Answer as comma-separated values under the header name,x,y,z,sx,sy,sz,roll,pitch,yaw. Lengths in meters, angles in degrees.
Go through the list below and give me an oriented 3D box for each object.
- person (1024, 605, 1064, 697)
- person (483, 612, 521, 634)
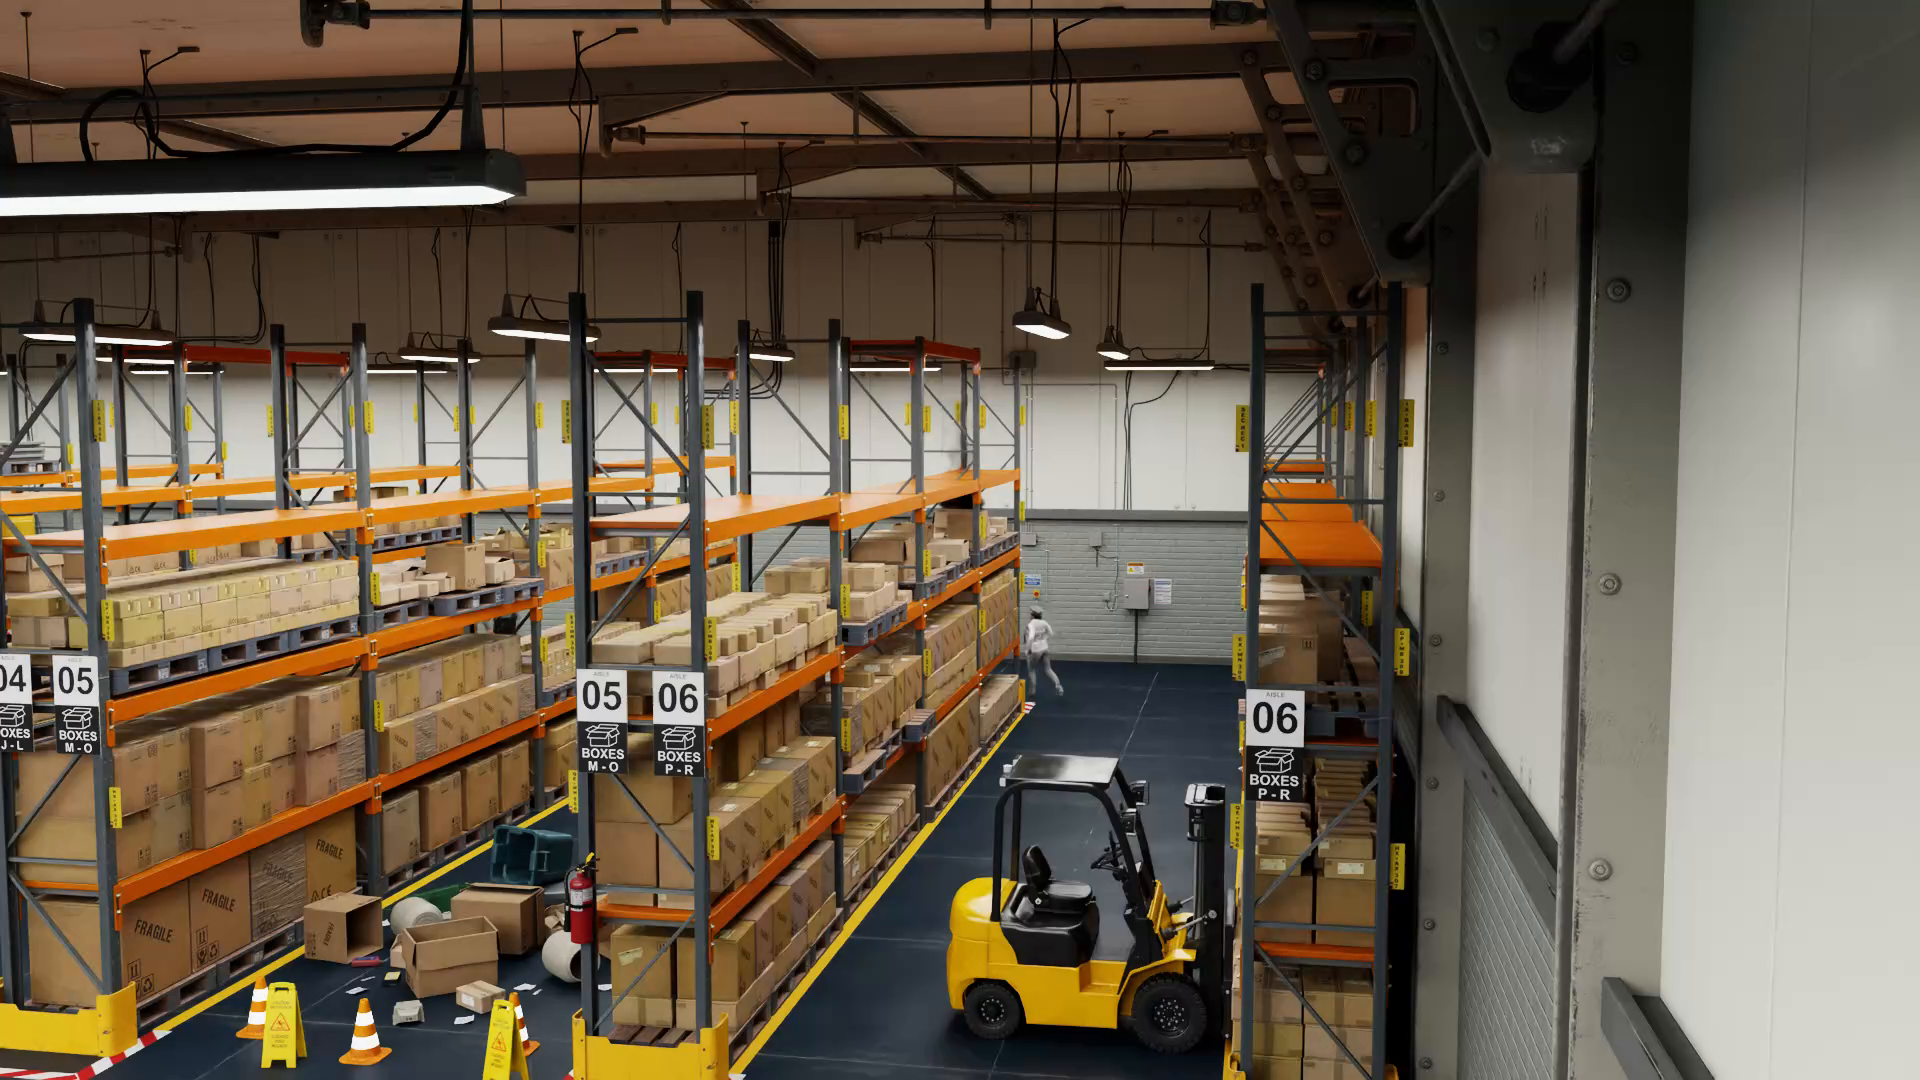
name,x,y,z,sx,sy,sz,roll,pitch,yaw
person,1.369,1.974,29.236,0.638,1.689,0.883,-3,6,-34
person,-8.450,1.841,30.911,0.634,1.732,0.682,4,6,41
